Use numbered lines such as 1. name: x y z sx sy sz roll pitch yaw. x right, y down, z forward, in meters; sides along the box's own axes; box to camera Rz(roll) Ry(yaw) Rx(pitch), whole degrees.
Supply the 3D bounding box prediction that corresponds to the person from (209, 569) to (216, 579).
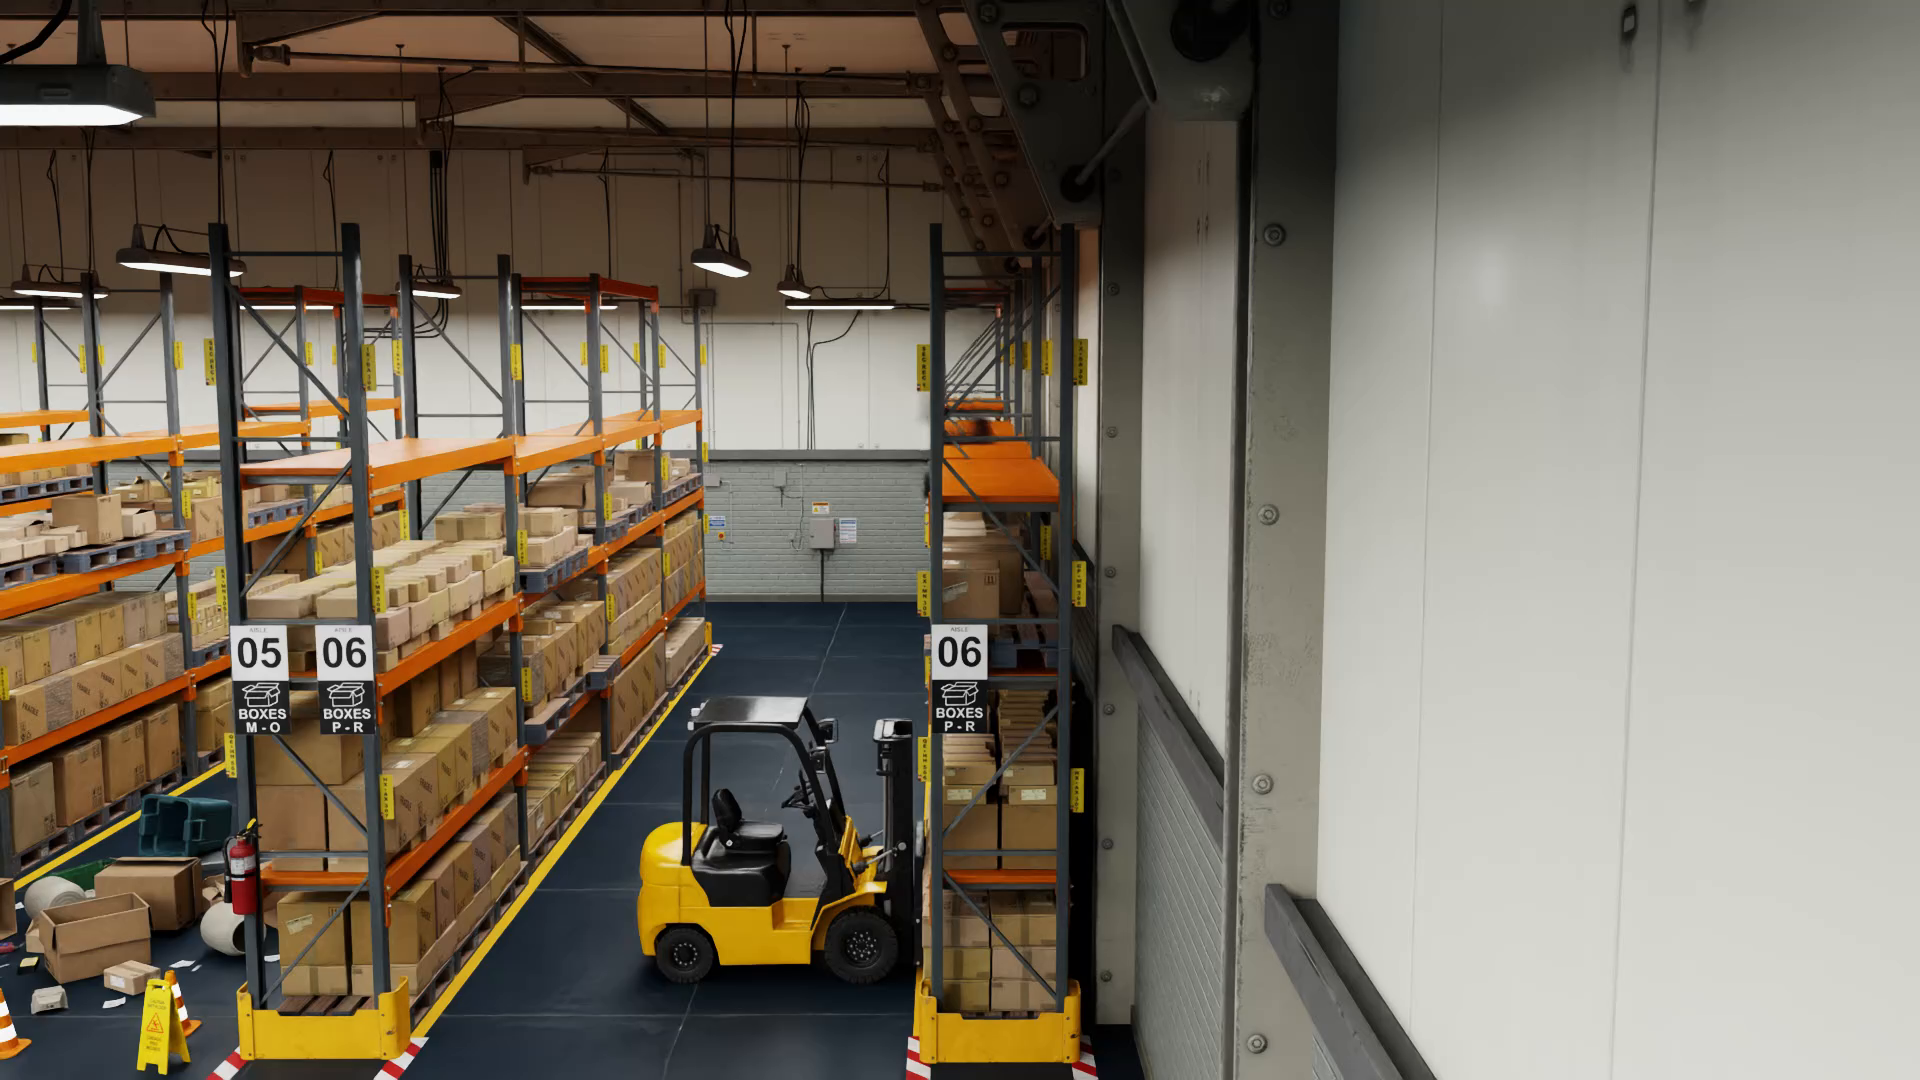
1. person: -11.535 1.288 25.911 0.625 1.699 0.937 0 7 3
